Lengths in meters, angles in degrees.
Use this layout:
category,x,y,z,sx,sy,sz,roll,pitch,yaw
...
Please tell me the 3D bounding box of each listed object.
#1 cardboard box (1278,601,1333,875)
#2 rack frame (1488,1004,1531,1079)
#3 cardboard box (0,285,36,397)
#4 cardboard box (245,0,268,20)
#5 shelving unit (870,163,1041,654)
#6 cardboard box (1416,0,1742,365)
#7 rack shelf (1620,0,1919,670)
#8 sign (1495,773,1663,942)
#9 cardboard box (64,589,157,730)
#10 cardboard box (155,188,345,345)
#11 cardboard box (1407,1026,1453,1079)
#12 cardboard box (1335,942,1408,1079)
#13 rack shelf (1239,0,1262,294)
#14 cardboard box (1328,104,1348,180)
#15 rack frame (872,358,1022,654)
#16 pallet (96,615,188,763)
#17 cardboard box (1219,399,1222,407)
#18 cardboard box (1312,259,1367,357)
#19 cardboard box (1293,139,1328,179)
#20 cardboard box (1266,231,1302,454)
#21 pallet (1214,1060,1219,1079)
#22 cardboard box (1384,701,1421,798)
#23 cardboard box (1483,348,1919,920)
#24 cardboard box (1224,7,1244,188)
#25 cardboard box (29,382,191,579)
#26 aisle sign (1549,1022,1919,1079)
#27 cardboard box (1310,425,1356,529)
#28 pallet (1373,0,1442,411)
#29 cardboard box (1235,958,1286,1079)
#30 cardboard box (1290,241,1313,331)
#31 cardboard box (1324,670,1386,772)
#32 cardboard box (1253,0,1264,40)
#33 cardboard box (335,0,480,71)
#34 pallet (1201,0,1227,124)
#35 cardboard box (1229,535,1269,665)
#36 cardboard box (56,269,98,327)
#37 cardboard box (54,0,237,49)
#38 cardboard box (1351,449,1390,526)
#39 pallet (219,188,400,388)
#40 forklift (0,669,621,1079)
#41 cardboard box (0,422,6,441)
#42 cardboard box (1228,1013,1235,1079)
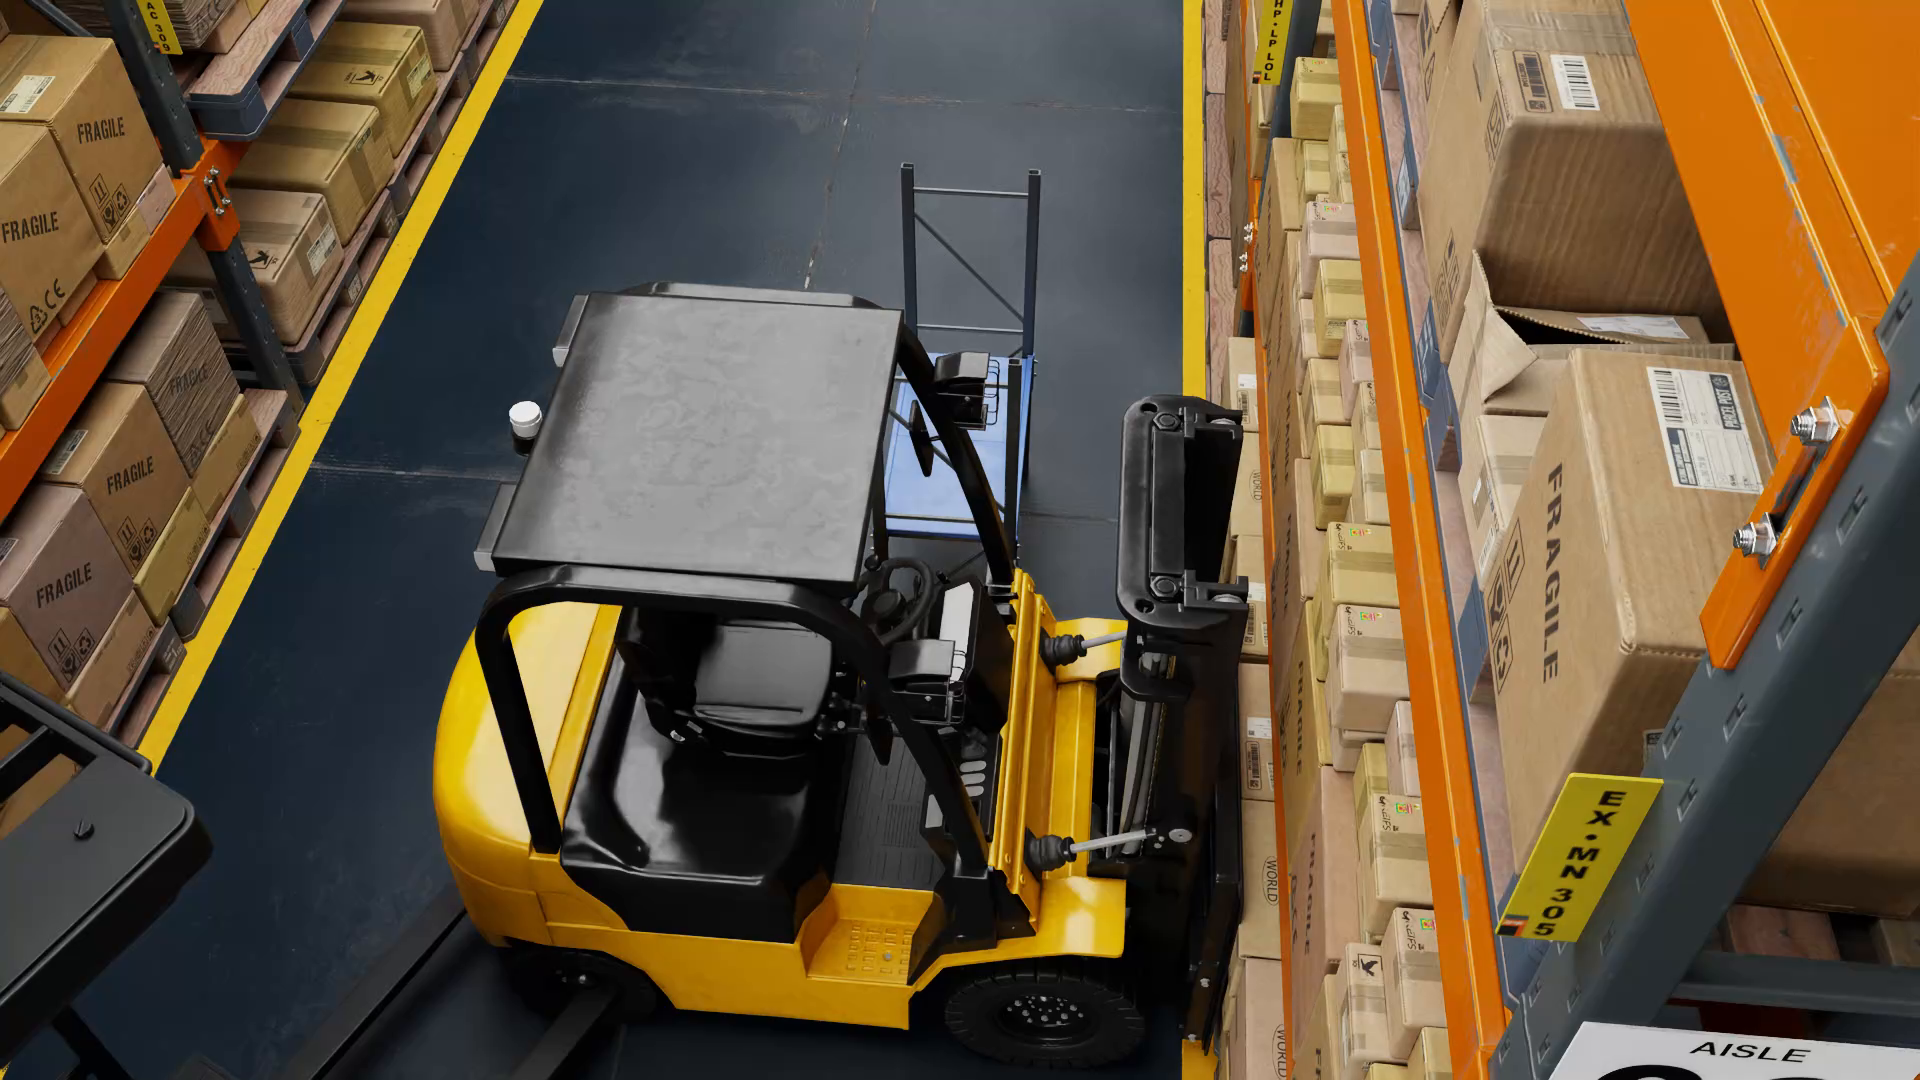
category,x,y,z,sx,sy,sz,roll,pitch,yaw
cardboard box,1.099,0.513,4.180,0.500,0.500,0.500,3,48,3
rack frame,1.213,1.684,3.177,1.000,3.000,0.127,4,48,4
cardboard box,-3.242,-0.617,5.012,0.500,0.500,0.500,5,48,5
cardboard box,-2.970,-2.211,6.626,0.380,0.149,0.250,5,48,4
shelving unit,-0.008,-0.443,6.139,0.538,1.500,1.048,4,48,4
cardboard box,1.203,-0.625,2.836,0.700,0.500,0.500,4,48,4
rack shelf,1.395,-1.433,2.721,1.077,0.370,4.000,4,48,4
sign,0.673,0.353,1.816,0.100,0.325,0.005,4,48,4
cardboard box,-3.242,0.417,5.914,0.500,0.250,0.500,5,48,4
cardboard box,-3.321,-1.227,7.336,0.950,0.372,0.625,4,48,4
cardboard box,1.035,1.053,3.045,0.380,0.149,0.250,4,48,4
cardboard box,0.959,0.968,3.325,0.380,0.149,0.250,5,48,4
rack shelf,1.759,-2.483,7.475,1.077,0.370,4.000,4,48,4
cardboard box,1.336,-1.195,5.101,0.380,0.149,0.250,5,48,4
rack frame,-0.054,-0.070,5.798,0.500,1.500,0.032,4,48,4
pallet,-3.501,0.749,5.922,1.003,0.211,1.213,4,48,4
cardboard box,1.226,-0.303,6.235,0.500,0.250,0.500,4,48,3
cardboard box,1.182,-0.633,4.588,0.380,0.149,0.250,3,48,3
cardboard box,1.286,-1.292,5.391,0.380,0.149,0.250,3,48,3
cardboard box,1.246,-0.597,5.195,0.500,0.500,0.500,5,48,4
pallet,1.241,2.060,4.723,1.003,0.211,1.213,4,48,4
cardboard box,1.120,0.498,3.553,0.380,0.149,0.250,4,48,4
cardboard box,1.010,0.120,2.154,0.500,0.500,0.500,5,48,5
cardboard box,1.758,-2.102,7.965,0.875,0.625,0.625,2,48,2
cardboard box,-3.198,-0.227,5.995,0.500,0.500,0.500,5,48,4
aisle sign,0.914,0.835,2.192,0.394,0.787,0.004,4,48,4
cardboard box,1.125,-0.157,4.353,0.380,0.149,0.250,3,48,3
pallet,1.411,-0.716,3.399,1.003,0.211,1.213,4,48,4
cardboard box,0.985,1.398,4.340,0.500,0.250,0.500,5,48,4
cardboard box,1.172,-0.732,4.879,0.380,0.149,0.250,5,48,4
cardboard box,1.055,0.400,3.844,0.380,0.149,0.250,2,48,2
cardboard box,1.407,-2.130,6.428,0.500,0.250,0.500,3,48,3
cardboard box,-3.122,-2.824,8.796,0.950,0.372,0.625,3,48,3
pallet,1.828,-2.652,9.032,1.003,0.211,1.213,4,48,4
cardboard box,1.130,0.269,5.372,0.500,0.250,0.500,5,48,5
cardboard box,-3.209,-0.875,5.688,0.380,0.149,0.250,4,48,4
cardboard box,-3.038,-2.188,6.164,0.500,0.500,0.500,5,48,4
cardboard box,1.169,-0.074,4.076,0.380,0.149,0.250,4,48,4
pallet,-3.297,-1.218,7.721,1.003,0.211,1.213,4,48,4
forklift,-2.032,1.257,3.614,1.130,2.935,3.031,24,52,20
cardboard box,-3.234,-0.312,5.173,0.380,0.149,0.250,3,48,3
cardboard box,1.002,1.555,4.535,0.500,0.250,0.500,3,48,3
